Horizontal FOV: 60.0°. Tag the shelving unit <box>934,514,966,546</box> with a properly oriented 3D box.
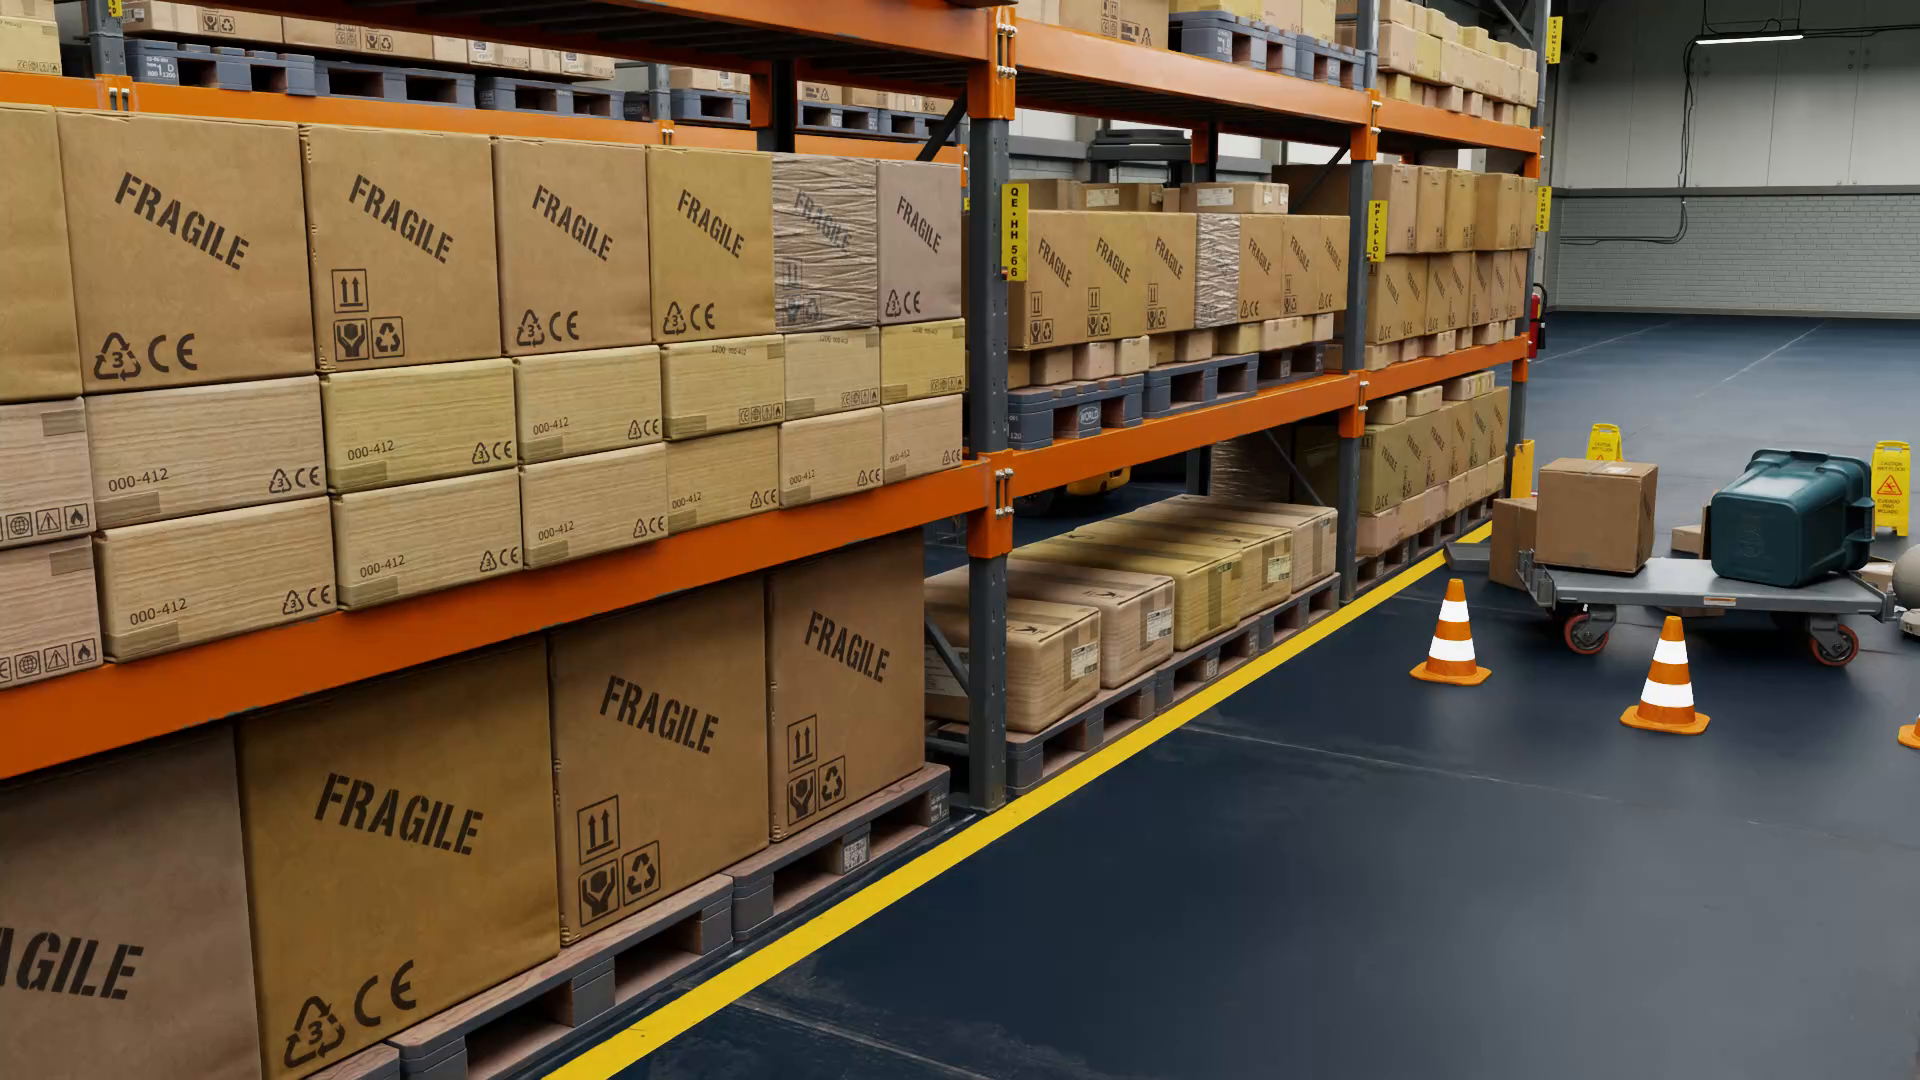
[{"bbox_3d":[-0.028,-0.508,11.227,0.215,1.050,0.252,6,12,31],"label":"shelving unit"}]

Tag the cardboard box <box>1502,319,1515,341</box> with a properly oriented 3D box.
[{"bbox_3d":[3.816,-1.536,12.107,0.380,0.149,0.250,6,12,30],"label":"cardboard box"}]

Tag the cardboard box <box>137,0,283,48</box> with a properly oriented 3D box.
[{"bbox_3d":[-3.949,-2.875,8.737,0.500,0.500,0.500,7,12,31],"label":"cardboard box"}]

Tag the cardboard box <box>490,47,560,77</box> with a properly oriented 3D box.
[{"bbox_3d":[-2.768,-3.039,10.567,0.380,0.149,0.250,6,12,31],"label":"cardboard box"}]

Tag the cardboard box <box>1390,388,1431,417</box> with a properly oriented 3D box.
[{"bbox_3d":[2.706,-0.865,10.367,0.380,0.149,0.250,7,13,33],"label":"cardboard box"}]

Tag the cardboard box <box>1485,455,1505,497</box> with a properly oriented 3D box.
[{"bbox_3d":[3.662,-0.488,12.154,0.500,0.250,0.500,6,12,30],"label":"cardboard box"}]

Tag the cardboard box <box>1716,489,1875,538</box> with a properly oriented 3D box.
[{"bbox_3d":[5.116,-0.044,10.239,0.797,0.503,0.637,-2,11,-9],"label":"cardboard box"}]

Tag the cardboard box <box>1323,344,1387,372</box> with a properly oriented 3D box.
[{"bbox_3d":[2.225,-1.056,9.540,0.380,0.149,0.250,6,12,30],"label":"cardboard box"}]

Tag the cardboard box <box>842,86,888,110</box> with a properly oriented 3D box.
[{"bbox_3d":[-1.019,-3.798,13.668,0.700,0.500,0.500,6,12,31],"label":"cardboard box"}]

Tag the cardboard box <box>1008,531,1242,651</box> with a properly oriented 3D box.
[{"bbox_3d":[0.788,0.230,7.987,0.950,0.372,0.625,7,13,33],"label":"cardboard box"}]

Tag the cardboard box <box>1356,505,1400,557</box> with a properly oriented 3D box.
[{"bbox_3d":[2.325,-0.082,9.989,0.500,0.250,0.500,6,12,28],"label":"cardboard box"}]

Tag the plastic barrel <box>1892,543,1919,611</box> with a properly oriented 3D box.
[{"bbox_3d":[5.349,0.238,8.948,0.421,0.421,0.512,-4,11,-18],"label":"plastic barrel"}]

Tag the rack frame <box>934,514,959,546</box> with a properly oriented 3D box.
[{"bbox_3d":[-0.091,-0.488,11.125,0.200,1.050,0.008,6,12,31],"label":"rack frame"}]

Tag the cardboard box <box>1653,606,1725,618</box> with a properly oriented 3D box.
[{"bbox_3d":[4.045,0.260,9.257,0.258,0.266,0.396,-2,11,-9],"label":"cardboard box"}]

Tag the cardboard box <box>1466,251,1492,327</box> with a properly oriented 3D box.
[{"bbox_3d":[3.291,-1.717,11.307,0.500,0.500,0.500,6,12,30],"label":"cardboard box"}]

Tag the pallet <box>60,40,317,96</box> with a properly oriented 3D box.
[{"bbox_3d":[-4.257,-2.502,8.943,1.213,0.211,1.003,7,13,33],"label":"pallet"}]

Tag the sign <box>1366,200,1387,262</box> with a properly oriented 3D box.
[{"bbox_3d":[2.264,-1.677,9.030,0.100,0.325,0.005,6,12,31],"label":"sign"}]

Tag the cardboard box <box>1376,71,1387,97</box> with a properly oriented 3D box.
[{"bbox_3d":[2.163,-2.537,9.302,0.380,0.149,0.250,6,12,30],"label":"cardboard box"}]

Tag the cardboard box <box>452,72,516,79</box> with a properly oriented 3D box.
[{"bbox_3d":[-3.093,-3.075,10.761,0.380,0.149,0.250,6,12,31],"label":"cardboard box"}]

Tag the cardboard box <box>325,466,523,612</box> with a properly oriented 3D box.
[{"bbox_3d":[-1.365,-0.033,3.802,0.500,0.250,0.500,6,12,30],"label":"cardboard box"}]

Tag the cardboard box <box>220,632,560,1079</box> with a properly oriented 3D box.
[{"bbox_3d":[-1.650,0.688,4.177,0.875,0.875,0.875,7,13,32],"label":"cardboard box"}]

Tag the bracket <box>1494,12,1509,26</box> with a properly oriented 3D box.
[{"bbox_3d":[11.037,-10.633,33.930,0.235,0.232,0.430,6,12,31],"label":"bracket"}]

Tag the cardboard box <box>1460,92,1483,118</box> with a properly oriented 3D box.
[{"bbox_3d":[3.159,-2.812,10.768,0.380,0.149,0.250,6,12,30],"label":"cardboard box"}]

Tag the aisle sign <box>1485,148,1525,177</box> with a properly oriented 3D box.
[{"bbox_3d":[4.144,-3.049,12.441,0.394,0.787,0.004,6,12,31],"label":"aisle sign"}]

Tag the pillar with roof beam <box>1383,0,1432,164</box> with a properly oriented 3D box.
[{"bbox_3d":[11.513,-7.608,27.554,9.100,9.000,0.548,6,12,31],"label":"pillar with roof beam"}]

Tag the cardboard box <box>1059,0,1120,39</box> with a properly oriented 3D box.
[{"bbox_3d":[0.212,-2.203,6.562,0.700,0.500,0.500,6,12,31],"label":"cardboard box"}]

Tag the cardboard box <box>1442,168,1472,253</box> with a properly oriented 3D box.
[{"bbox_3d":[2.769,-2.050,10.373,0.700,0.500,0.500,6,12,29],"label":"cardboard box"}]

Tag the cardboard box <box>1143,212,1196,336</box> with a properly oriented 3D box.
[{"bbox_3d":[0.677,-1.149,7.132,0.500,0.500,0.500,7,12,32],"label":"cardboard box"}]

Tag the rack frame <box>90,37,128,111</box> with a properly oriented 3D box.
[{"bbox_3d":[-4.533,-1.005,8.586,1.000,3.000,0.127,6,12,31],"label":"rack frame"}]

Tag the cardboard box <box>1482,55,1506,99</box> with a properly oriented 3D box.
[{"bbox_3d":[3.302,-3.069,11.059,0.500,0.250,0.500,7,13,32],"label":"cardboard box"}]

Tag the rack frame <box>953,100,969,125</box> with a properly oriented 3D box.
[{"bbox_3d":[-0.380,-5.212,14.754,1.000,3.000,0.127,6,12,31],"label":"rack frame"}]

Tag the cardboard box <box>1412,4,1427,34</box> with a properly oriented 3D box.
[{"bbox_3d":[2.485,-3.006,9.639,0.380,0.149,0.250,6,12,29],"label":"cardboard box"}]

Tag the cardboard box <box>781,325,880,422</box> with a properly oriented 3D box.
[{"bbox_3d":[-0.586,-0.522,5.055,0.500,0.250,0.500,6,12,29],"label":"cardboard box"}]

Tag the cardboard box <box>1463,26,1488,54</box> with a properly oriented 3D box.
[{"bbox_3d":[3.174,-3.207,10.710,0.380,0.149,0.250,7,13,32],"label":"cardboard box"}]

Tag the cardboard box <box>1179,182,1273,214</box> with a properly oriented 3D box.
[{"bbox_3d":[1.272,-1.632,7.950,0.380,0.149,0.250,6,12,28],"label":"cardboard box"}]

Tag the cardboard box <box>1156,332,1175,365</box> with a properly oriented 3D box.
[{"bbox_3d":[0.728,-0.862,7.365,0.380,0.149,0.250,7,13,33],"label":"cardboard box"}]

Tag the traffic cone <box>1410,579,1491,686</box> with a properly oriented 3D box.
[{"bbox_3d":[2.340,0.415,7.894,0.336,0.463,0.334,6,12,31],"label":"traffic cone"}]

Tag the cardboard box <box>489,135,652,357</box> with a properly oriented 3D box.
[{"bbox_3d":[-1.126,-0.728,4.117,0.500,0.500,0.500,6,12,30],"label":"cardboard box"}]

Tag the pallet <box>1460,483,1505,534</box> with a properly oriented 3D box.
[{"bbox_3d":[3.373,-0.283,12.305,1.003,0.211,1.213,6,12,31],"label":"pallet"}]

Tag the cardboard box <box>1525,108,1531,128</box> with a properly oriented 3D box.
[{"bbox_3d":[3.918,-3.058,12.081,0.380,0.149,0.250,6,12,31],"label":"cardboard box"}]

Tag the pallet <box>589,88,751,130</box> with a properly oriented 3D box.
[{"bbox_3d":[-2.036,-3.202,12.408,1.003,0.211,1.213,6,12,31],"label":"pallet"}]

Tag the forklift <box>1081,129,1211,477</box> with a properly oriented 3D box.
[{"bbox_3d":[1.525,-2.203,15.170,1.130,2.935,3.031,-1,11,-5],"label":"forklift"}]

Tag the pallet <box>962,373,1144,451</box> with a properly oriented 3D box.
[{"bbox_3d":[-0.010,-0.559,6.727,1.213,0.211,1.003,6,12,31],"label":"pallet"}]

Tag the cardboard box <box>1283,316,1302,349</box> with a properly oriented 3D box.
[{"bbox_3d":[1.501,-1.052,8.380,0.380,0.149,0.250,6,12,30],"label":"cardboard box"}]

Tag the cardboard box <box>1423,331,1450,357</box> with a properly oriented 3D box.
[{"bbox_3d":[2.898,-1.256,10.610,0.380,0.149,0.250,6,12,31],"label":"cardboard box"}]

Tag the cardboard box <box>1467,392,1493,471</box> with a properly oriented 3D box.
[{"bbox_3d":[3.403,-0.780,11.676,0.500,0.500,0.500,7,13,33],"label":"cardboard box"}]

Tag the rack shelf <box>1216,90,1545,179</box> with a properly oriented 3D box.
[{"bbox_3d":[2.826,-2.596,10.887,1.077,0.370,4.000,6,12,31],"label":"rack shelf"}]

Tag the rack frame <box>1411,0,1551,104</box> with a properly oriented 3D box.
[{"bbox_3d":[3.864,-4.738,12.225,1.000,3.000,0.127,6,12,31],"label":"rack frame"}]

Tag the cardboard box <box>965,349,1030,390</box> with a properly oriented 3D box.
[{"bbox_3d":[0.039,-0.648,6.219,0.380,0.149,0.250,6,12,27],"label":"cardboard box"}]

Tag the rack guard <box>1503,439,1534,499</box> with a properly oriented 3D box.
[{"bbox_3d":[3.825,-0.549,12.943,1.175,0.500,0.348,6,12,31],"label":"rack guard"}]

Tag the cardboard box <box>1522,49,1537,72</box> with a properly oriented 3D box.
[{"bbox_3d":[3.941,-3.451,12.016,0.380,0.149,0.250,7,12,31],"label":"cardboard box"}]

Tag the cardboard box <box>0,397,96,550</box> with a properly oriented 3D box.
[{"bbox_3d":[-1.896,-0.117,2.889,0.500,0.250,0.500,6,12,29],"label":"cardboard box"}]

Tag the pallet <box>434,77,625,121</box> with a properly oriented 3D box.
[{"bbox_3d":[-2.903,-2.875,10.940,0.805,0.209,1.217,6,12,28],"label":"pallet"}]
